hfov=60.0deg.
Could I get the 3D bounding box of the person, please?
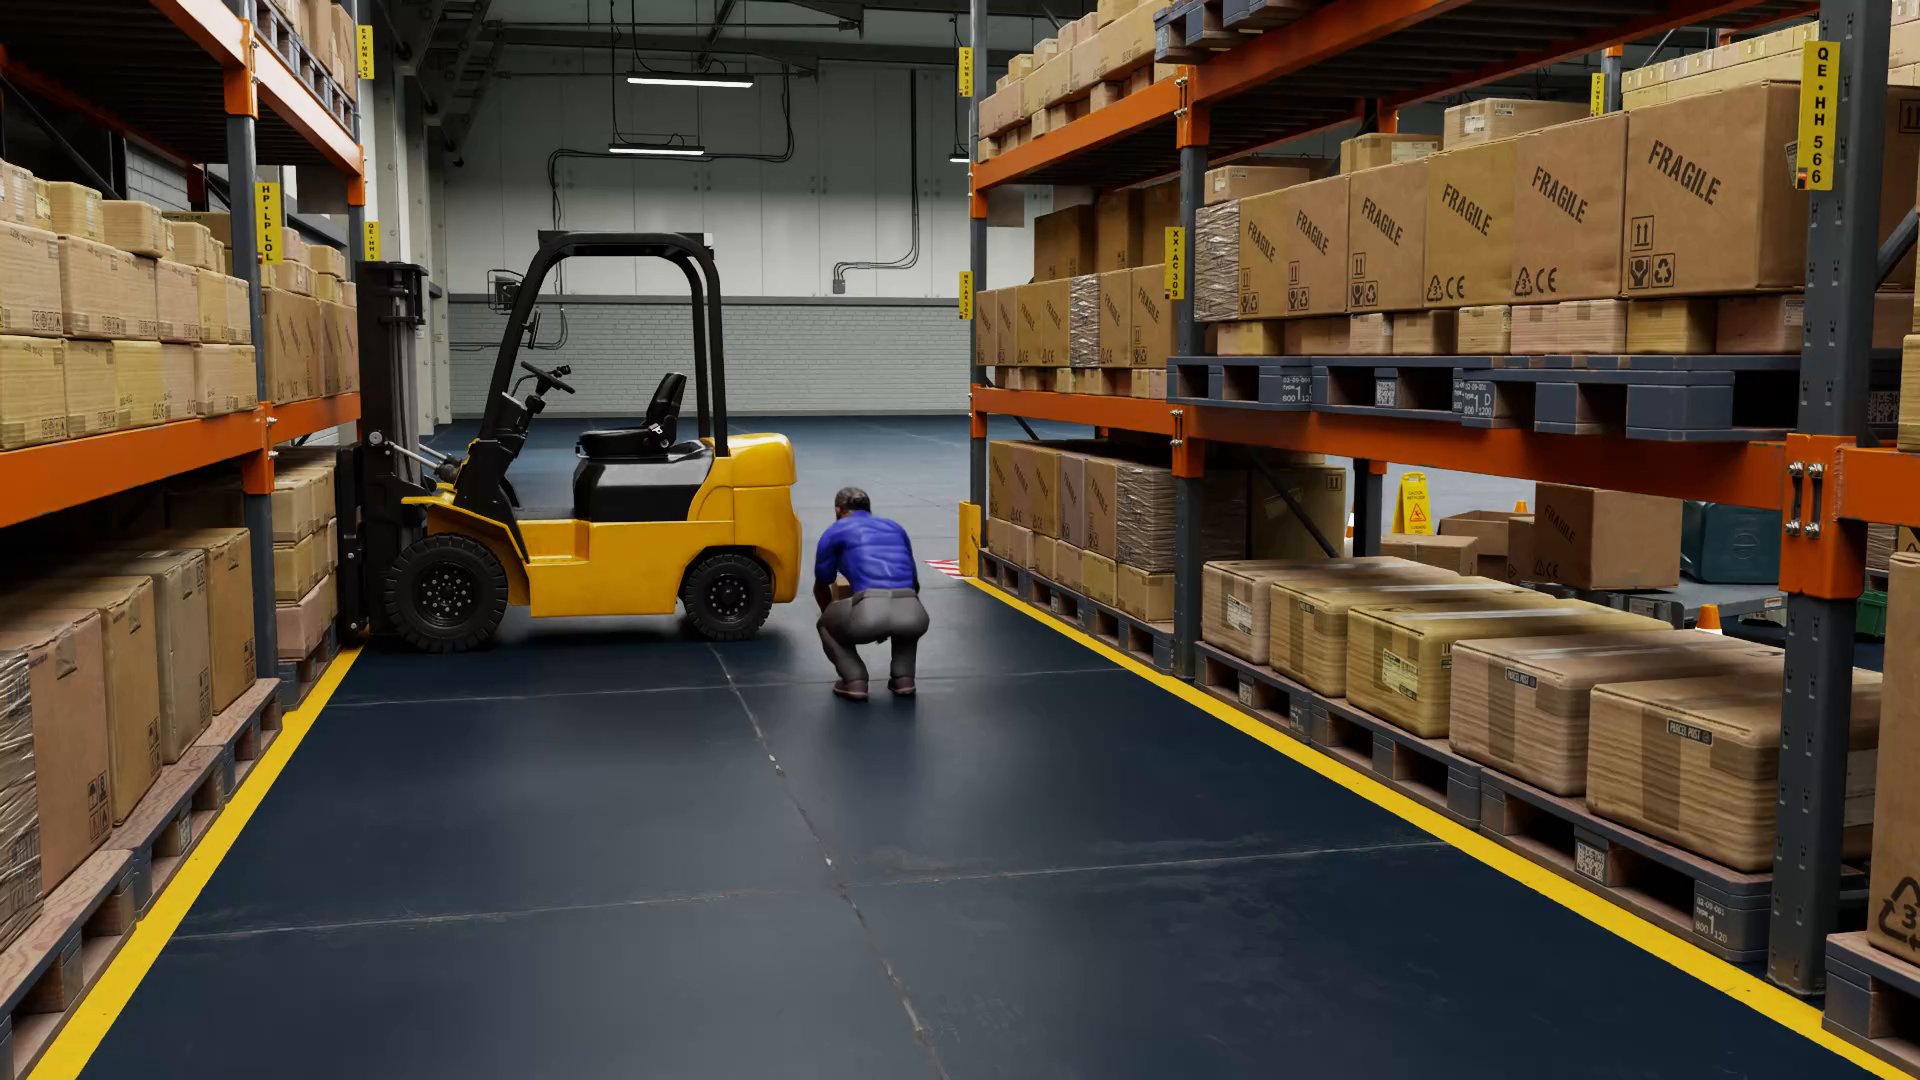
[{"bbox_3d":[-0.396,0.228,7.570,0.505,0.926,0.811,-2,6,-14],"label":"person"}]
